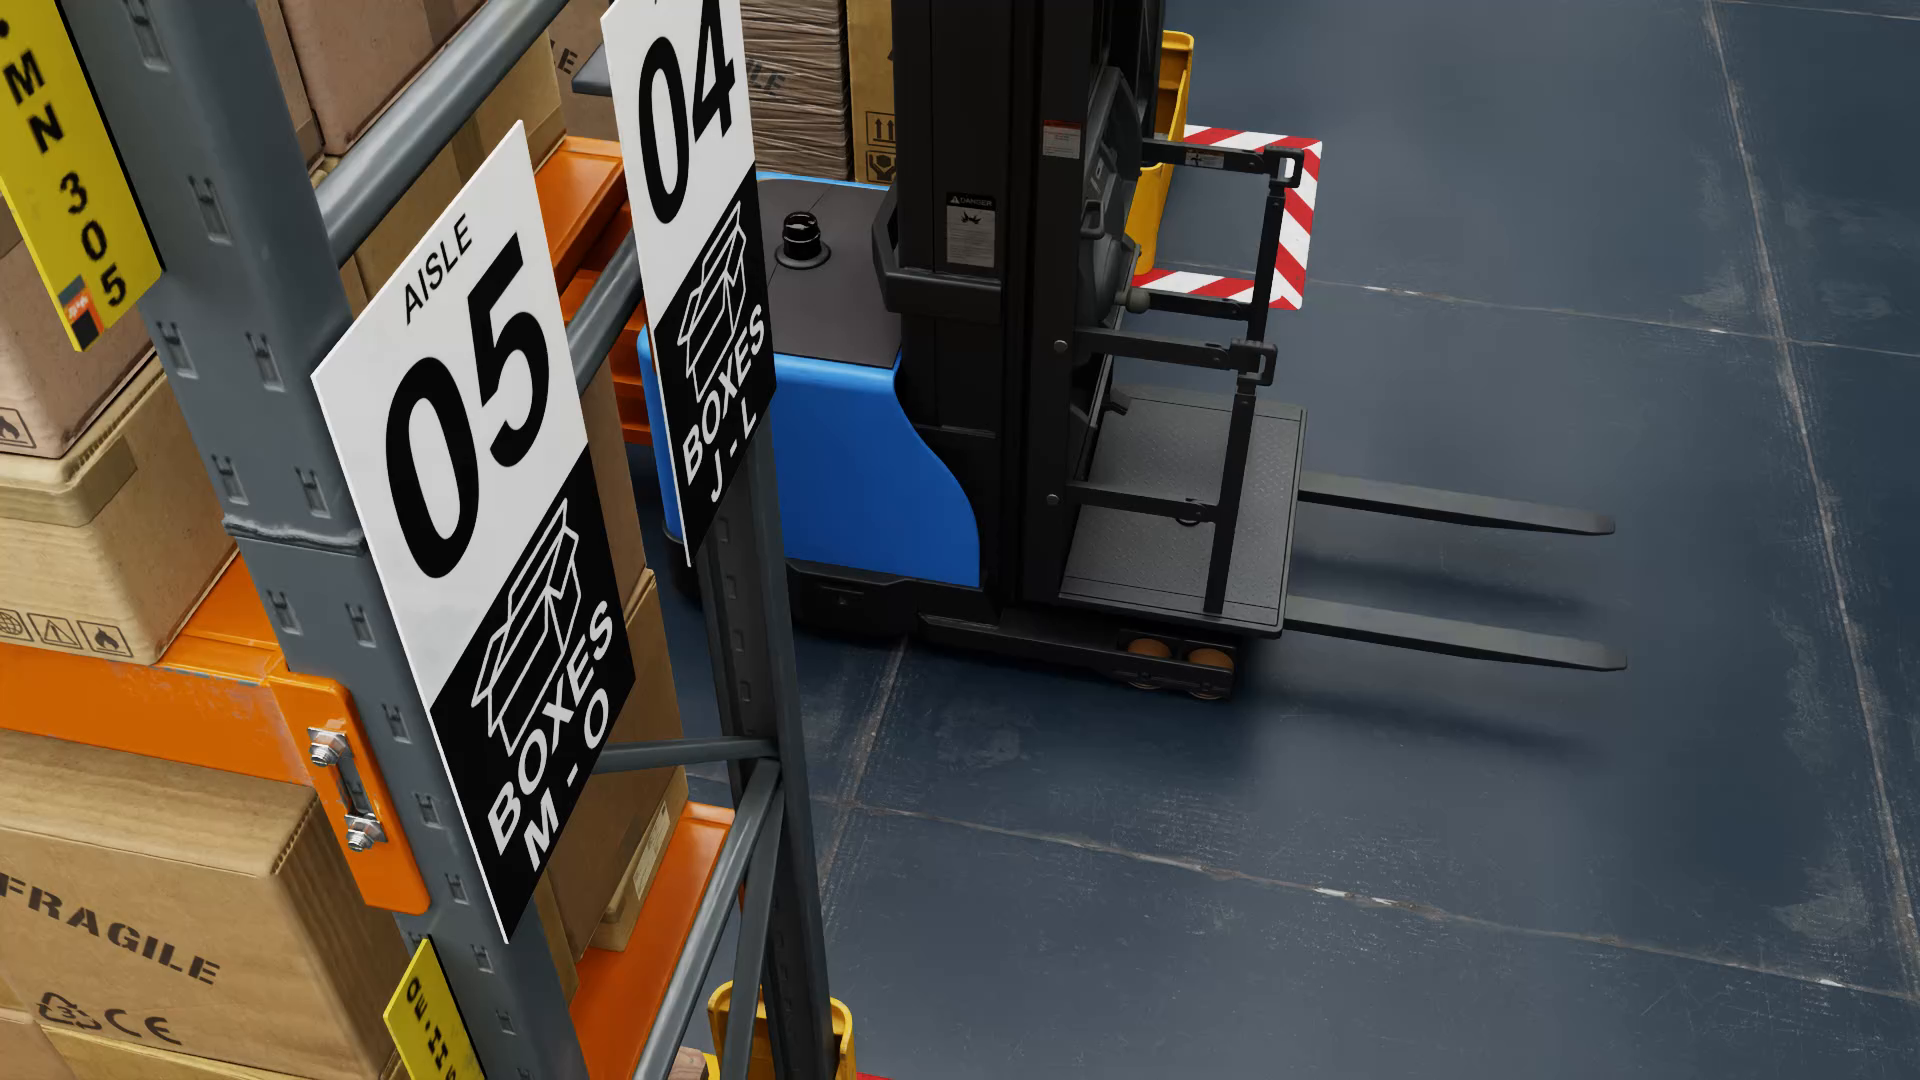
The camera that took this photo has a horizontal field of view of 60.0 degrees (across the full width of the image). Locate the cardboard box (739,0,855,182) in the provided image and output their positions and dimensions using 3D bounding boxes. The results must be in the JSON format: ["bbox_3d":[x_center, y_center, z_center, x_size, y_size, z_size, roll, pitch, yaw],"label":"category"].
[{"bbox_3d":[-0.807,-2.160,7.061,0.875,0.875,0.875,9,45,9],"label":"cardboard box"}]

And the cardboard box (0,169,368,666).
[{"bbox_3d":[-0.961,-0.169,1.708,0.500,0.250,0.500,8,44,8],"label":"cardboard box"}]

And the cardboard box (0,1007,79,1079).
[{"bbox_3d":[-1.455,0.629,2.647,0.500,0.500,0.500,8,45,8],"label":"cardboard box"}]

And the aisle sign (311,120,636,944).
[{"bbox_3d":[-0.453,0.025,1.686,0.004,0.787,0.394,9,45,9],"label":"aisle sign"}]

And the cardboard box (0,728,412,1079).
[{"bbox_3d":[-0.960,0.343,2.223,0.500,0.500,0.500,8,44,8],"label":"cardboard box"}]

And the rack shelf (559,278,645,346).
[{"bbox_3d":[-1.129,-0.719,5.406,0.480,0.148,0.258,9,45,9],"label":"rack shelf"}]

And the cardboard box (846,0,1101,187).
[{"bbox_3d":[0.081,-2.022,6.917,0.875,0.875,0.875,9,45,9],"label":"cardboard box"}]

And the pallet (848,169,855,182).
[{"bbox_3d":[-0.075,-1.657,7.320,1.213,0.211,1.003,9,45,9],"label":"pallet"}]

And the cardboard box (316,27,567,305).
[{"bbox_3d":[-0.841,-0.520,2.072,0.500,0.250,0.500,10,45,11],"label":"cardboard box"}]

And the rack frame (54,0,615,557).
[{"bbox_3d":[-0.459,-1.414,0.730,0.127,3.000,1.000,9,45,9],"label":"rack frame"}]

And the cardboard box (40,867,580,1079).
[{"bbox_3d":[-0.954,0.710,2.562,0.500,0.500,0.500,10,45,10],"label":"cardboard box"}]

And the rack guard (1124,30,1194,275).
[{"bbox_3d":[0.746,-1.690,7.145,0.348,0.500,1.175,9,45,9],"label":"rack guard"}]

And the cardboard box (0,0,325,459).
[{"bbox_3d":[-0.964,-0.357,1.542,0.500,0.250,0.500,8,44,8],"label":"cardboard box"}]

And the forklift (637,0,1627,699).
[{"bbox_3d":[0.611,-0.962,4.636,3.031,2.935,1.130,9,45,9],"label":"forklift"}]

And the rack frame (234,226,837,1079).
[{"bbox_3d":[-0.459,0.748,2.810,0.127,3.000,1.000,9,45,9],"label":"rack frame"}]

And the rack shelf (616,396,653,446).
[{"bbox_3d":[-1.129,-0.415,5.699,0.480,0.148,0.258,9,45,9],"label":"rack shelf"}]

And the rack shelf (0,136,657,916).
[{"bbox_3d":[-2.411,-0.377,2.334,4.000,0.370,1.077,9,45,9],"label":"rack shelf"}]

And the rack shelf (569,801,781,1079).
[{"bbox_3d":[-2.411,0.704,3.374,4.000,0.370,1.077,9,45,9],"label":"rack shelf"}]

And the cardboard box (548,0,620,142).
[{"bbox_3d":[-1.676,-2.295,7.201,0.875,0.875,0.875,9,45,9],"label":"cardboard box"}]

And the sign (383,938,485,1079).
[{"bbox_3d":[-0.600,0.589,1.912,0.005,0.325,0.100,9,45,9],"label":"sign"}]

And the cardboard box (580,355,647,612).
[{"bbox_3d":[-0.839,-0.004,2.583,0.500,0.500,0.500,9,45,9],"label":"cardboard box"}]

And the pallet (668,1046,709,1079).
[{"bbox_3d":[-1.318,1.594,3.942,1.213,0.211,1.003,9,45,9],"label":"pallet"}]

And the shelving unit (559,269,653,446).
[{"bbox_3d":[-1.129,-0.606,5.515,0.503,1.200,0.258,9,45,9],"label":"shelving unit"}]

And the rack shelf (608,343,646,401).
[{"bbox_3d":[-1.129,-0.558,5.561,0.480,0.148,0.258,9,45,9],"label":"rack shelf"}]

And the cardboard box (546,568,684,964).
[{"bbox_3d":[-0.837,0.349,2.937,0.500,0.500,0.500,11,45,11],"label":"cardboard box"}]

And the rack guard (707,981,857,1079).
[{"bbox_3d":[-0.533,1.637,3.689,0.348,0.500,1.175,9,45,9],"label":"rack guard"}]

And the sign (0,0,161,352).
[{"bbox_3d":[-0.600,-0.280,1.076,0.005,0.325,0.100,9,45,9],"label":"sign"}]

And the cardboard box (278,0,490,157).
[{"bbox_3d":[-0.840,-0.703,1.902,0.500,0.250,0.500,9,45,10],"label":"cardboard box"}]

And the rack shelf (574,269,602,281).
[{"bbox_3d":[-1.129,-0.889,5.242,0.480,0.148,0.258,9,45,9],"label":"rack shelf"}]

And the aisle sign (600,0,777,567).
[{"bbox_3d":[-0.322,-0.381,2.108,0.004,0.787,0.394,9,45,9],"label":"aisle sign"}]

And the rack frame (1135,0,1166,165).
[{"bbox_3d":[0.723,-2.594,6.282,0.127,3.000,1.000,9,45,9],"label":"rack frame"}]

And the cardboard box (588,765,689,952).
[{"bbox_3d":[-0.704,0.567,3.179,0.250,0.149,0.380,8,45,9],"label":"cardboard box"}]

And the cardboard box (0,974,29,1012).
[{"bbox_3d":[-1.454,0.266,2.303,0.500,0.500,0.500,7,44,8],"label":"cardboard box"}]
